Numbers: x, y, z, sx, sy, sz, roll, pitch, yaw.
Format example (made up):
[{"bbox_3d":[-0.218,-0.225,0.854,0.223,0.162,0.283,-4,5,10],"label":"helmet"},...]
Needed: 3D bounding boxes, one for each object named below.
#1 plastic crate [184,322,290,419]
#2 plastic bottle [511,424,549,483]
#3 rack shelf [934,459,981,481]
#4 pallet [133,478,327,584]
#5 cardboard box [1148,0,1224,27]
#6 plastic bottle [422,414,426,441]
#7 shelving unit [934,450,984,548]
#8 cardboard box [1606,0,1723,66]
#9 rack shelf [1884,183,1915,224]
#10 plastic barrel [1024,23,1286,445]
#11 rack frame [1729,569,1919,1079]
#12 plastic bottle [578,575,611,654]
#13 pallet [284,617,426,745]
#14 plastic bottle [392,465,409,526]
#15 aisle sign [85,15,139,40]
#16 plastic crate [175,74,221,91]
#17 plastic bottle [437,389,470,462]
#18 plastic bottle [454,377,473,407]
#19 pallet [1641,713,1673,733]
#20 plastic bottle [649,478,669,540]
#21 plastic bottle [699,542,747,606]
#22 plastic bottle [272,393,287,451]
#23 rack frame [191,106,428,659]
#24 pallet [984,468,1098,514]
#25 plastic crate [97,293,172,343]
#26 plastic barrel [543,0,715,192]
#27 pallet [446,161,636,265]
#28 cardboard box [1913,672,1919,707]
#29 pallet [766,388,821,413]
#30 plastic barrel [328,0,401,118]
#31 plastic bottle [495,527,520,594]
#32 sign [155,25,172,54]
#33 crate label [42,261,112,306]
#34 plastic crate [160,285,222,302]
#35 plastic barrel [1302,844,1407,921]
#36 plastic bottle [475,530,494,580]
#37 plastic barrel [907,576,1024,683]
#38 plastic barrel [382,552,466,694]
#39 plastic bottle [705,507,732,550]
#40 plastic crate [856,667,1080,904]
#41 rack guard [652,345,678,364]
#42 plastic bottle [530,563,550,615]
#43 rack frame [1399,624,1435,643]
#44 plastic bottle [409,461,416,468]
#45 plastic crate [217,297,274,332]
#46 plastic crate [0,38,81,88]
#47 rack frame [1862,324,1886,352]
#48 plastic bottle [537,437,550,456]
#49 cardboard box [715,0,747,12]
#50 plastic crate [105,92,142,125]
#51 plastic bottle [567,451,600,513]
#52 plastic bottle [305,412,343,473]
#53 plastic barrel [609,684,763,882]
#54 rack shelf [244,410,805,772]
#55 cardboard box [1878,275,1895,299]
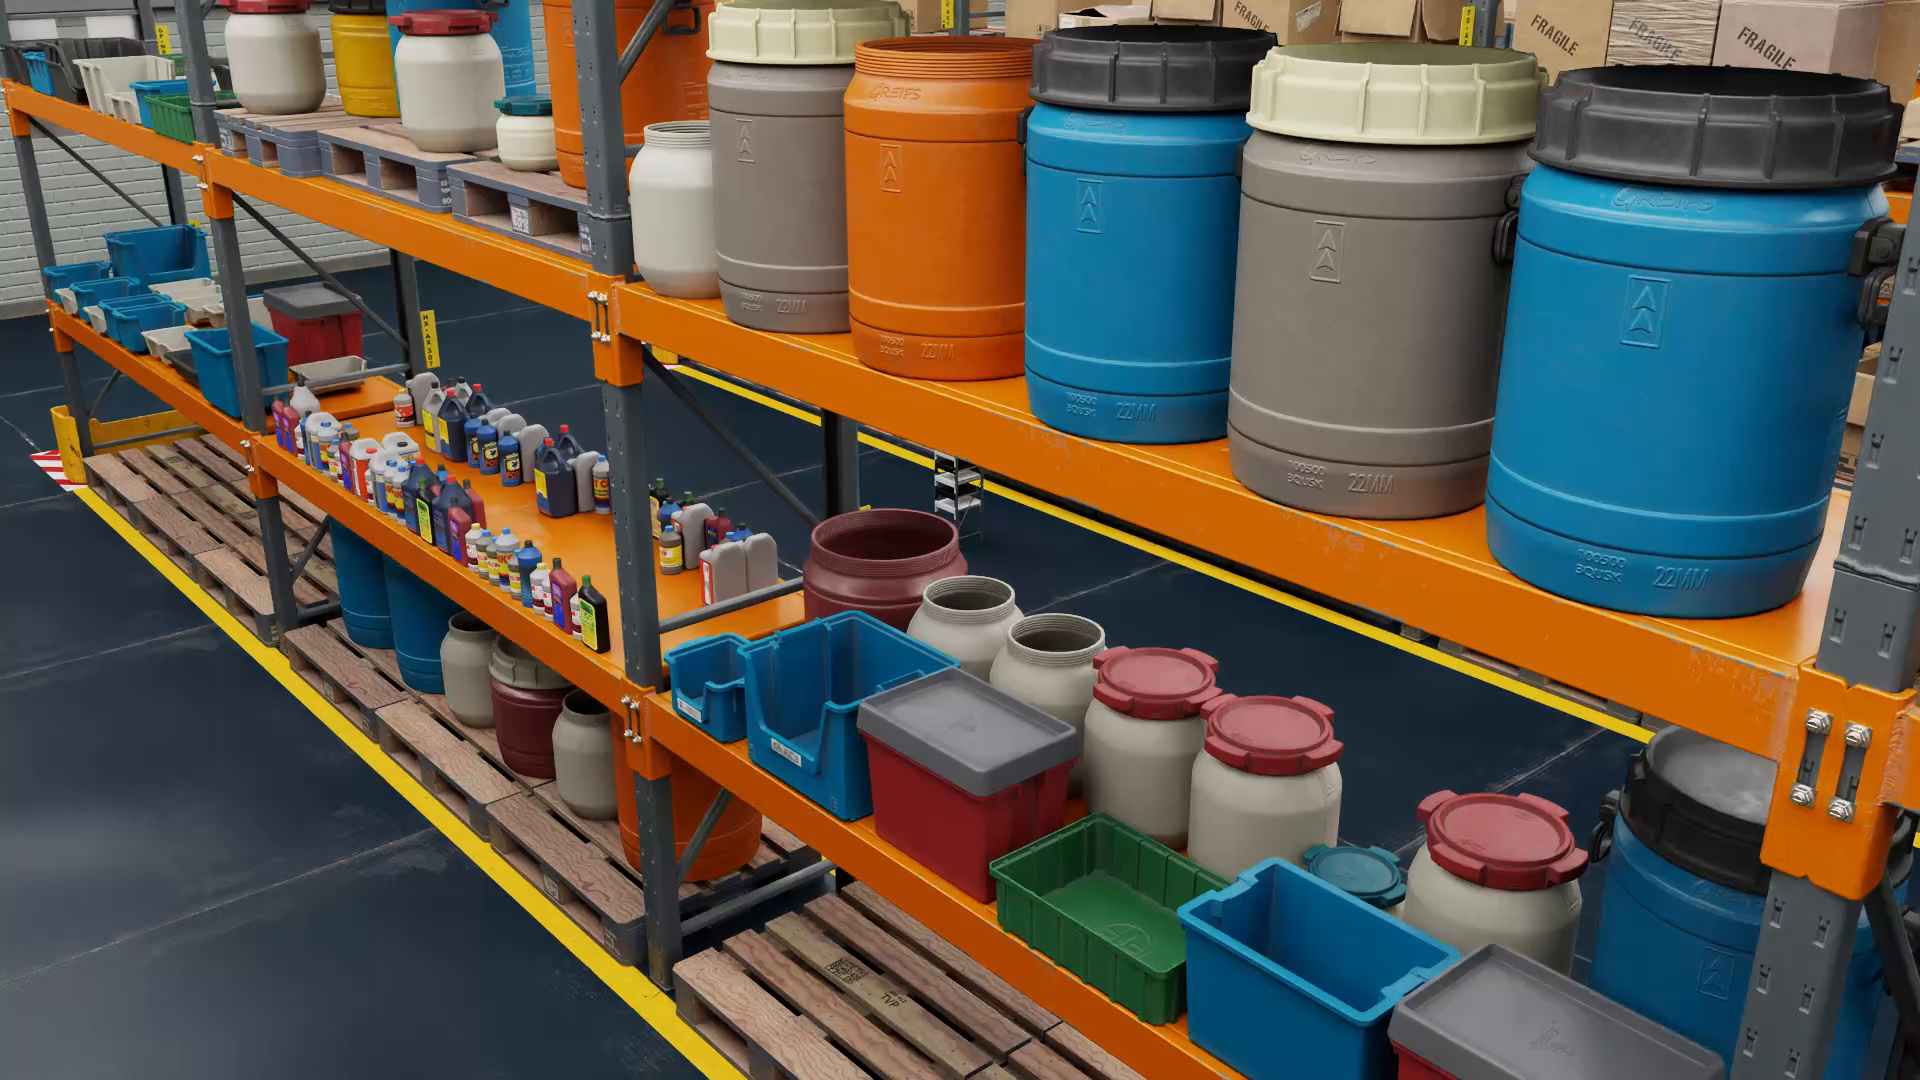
[{"bbox_3d":[-3.978,-0.938,9.207,0.392,0.384,0.575,-17,27,-37],"label":"plastic crate"},{"bbox_3d":[-2.106,-0.439,8.162,0.152,0.276,0.135,-17,27,-37],"label":"plastic bottle"},{"bbox_3d":[-0.005,-0.474,10.805,0.258,0.077,0.200,-17,27,-37],"label":"rack shelf"},{"bbox_3d":[-4.725,-0.103,10.957,1.003,0.211,1.213,-17,27,-37],"label":"pallet"},{"bbox_3d":[1.598,-3.144,10.067,0.797,0.503,0.637,-18,28,-38],"label":"cardboard box"},{"bbox_3d":[-2.757,-0.610,8.701,0.097,0.201,0.097,0,21,0],"label":"plastic bottle"},{"bbox_3d":[-0.005,-0.421,10.826,0.258,0.900,0.210,-17,27,-37],"label":"shelving unit"},{"bbox_3d":[3.388,-2.288,7.777,0.500,0.500,0.500,-17,27,-37],"label":"cardboard box"},{"bbox_3d":[4.253,-1.453,7.455,1.077,0.370,4.000,-17,27,-37],"label":"rack shelf"},{"bbox_3d":[0.457,-0.740,3.960,0.600,0.901,0.708,-17,27,-37],"label":"plastic barrel"},{"bbox_3d":[1.807,1.340,3.449,1.000,3.000,0.127,-17,27,-37],"label":"rack frame"},{"bbox_3d":[-1.392,0.279,6.318,0.061,0.283,0.133,-17,27,-37],"label":"plastic bottle"},{"bbox_3d":[-2.943,0.651,9.032,1.003,0.211,1.213,-17,27,-37],"label":"pallet"},{"bbox_3d":[-2.527,-0.206,7.574,0.097,0.271,0.097,0,21,0],"label":"plastic bottle"},{"bbox_3d":[-5.851,-3.275,11.669,0.394,0.787,0.004,-17,27,-37],"label":"aisle sign"},{"bbox_3d":[-4.489,-2.737,10.108,0.437,0.136,0.530,-17,27,-37],"label":"plastic crate"},{"bbox_3d":[-2.556,-0.586,8.434,0.144,0.351,0.185,-17,27,-37],"label":"plastic bottle"},{"bbox_3d":[-2.567,-0.671,8.652,0.144,0.351,0.185,-17,27,-37],"label":"plastic bottle"},{"bbox_3d":[4.249,0.907,8.378,1.003,0.211,1.213,-17,27,-37],"label":"pallet"},{"bbox_3d":[-1.347,-0.147,7.405,0.061,0.283,0.133,-17,27,-37],"label":"plastic bottle"},{"bbox_3d":[-0.957,0.132,6.703,0.152,0.276,0.135,-17,27,-37],"label":"plastic bottle"},{"bbox_3d":[-3.499,-0.613,8.596,0.061,0.283,0.133,-17,27,-37],"label":"plastic bottle"},{"bbox_3d":[-3.415,-0.870,9.093,1.000,3.000,0.127,-17,27,-37],"label":"rack frame"},{"bbox_3d":[0.898,-0.556,12.113,1.003,0.211,1.213,-17,27,-37],"label":"pallet"},{"bbox_3d":[-5.255,-1.415,10.631,0.416,0.233,0.300,-17,27,-37],"label":"plastic crate"},{"bbox_3d":[-1.173,-1.715,5.971,0.600,0.830,0.708,-17,27,-37],"label":"plastic barrel"},{"bbox_3d":[-1.229,-1.308,6.357,1.003,0.211,1.213,-17,27,-37],"label":"pallet"},{"bbox_3d":[4.512,0.655,8.024,0.500,0.500,0.700,20,29,41],"label":"cardboard box"},{"bbox_3d":[-0.901,-1.317,14.056,1.003,0.211,1.213,-17,27,-37],"label":"pallet"},{"bbox_3d":[-2.666,-2.346,7.914,0.600,0.588,0.600,0,21,0],"label":"plastic barrel"},{"bbox_3d":[-1.858,0.077,6.850,0.097,0.271,0.097,0,21,0],"label":"plastic bottle"},{"bbox_3d":[-5.620,-3.459,11.732,0.100,0.325,0.005,-17,27,-37],"label":"sign"},{"bbox_3d":[-6.115,-1.779,11.560,0.416,0.233,0.303,-17,27,-37],"label":"crate label"},{"bbox_3d":[-5.179,-1.615,11.273,0.396,0.136,0.243,-17,27,-37],"label":"plastic crate"},{"bbox_3d":[1.059,1.002,4.502,0.301,0.262,0.301,0,21,0],"label":"plastic barrel"},{"bbox_3d":[-1.985,0.056,7.001,0.097,0.201,0.097,0,21,0],"label":"plastic bottle"},{"bbox_3d":[0.029,0.416,5.655,0.421,0.512,0.421,0,21,0],"label":"plastic barrel"},{"bbox_3d":[-2.611,0.261,8.505,0.600,0.901,0.708,-17,27,-37],"label":"plastic barrel"},{"bbox_3d":[-1.022,-0.009,7.054,0.061,0.283,0.133,-17,27,-37],"label":"plastic bottle"},{"bbox_3d":[0.019,0.725,4.934,0.402,0.464,0.583,-17,27,-37],"label":"plastic crate"},{"bbox_3d":[-2.290,-1.997,15.397,1.175,0.500,0.348,-17,27,-37],"label":"rack guard"},{"bbox_3d":[-1.667,0.190,6.657,0.097,0.201,0.097,0,21,0],"label":"plastic bottle"},{"bbox_3d":[2.948,-0.944,9.281,1.000,3.000,0.127,-17,27,-37],"label":"rack frame"},{"bbox_3d":[-2.564,-0.274,7.843,0.097,0.201,0.097,0,21,0],"label":"plastic bottle"},{"bbox_3d":[-4.272,-1.309,10.292,0.437,0.282,0.530,-17,27,-37],"label":"plastic crate"},{"bbox_3d":[-5.986,-3.138,10.950,0.497,0.269,0.590,-17,27,-37],"label":"plastic crate"},{"bbox_3d":[6.771,-2.097,12.225,1.000,3.000,0.127,-17,27,-37],"label":"rack frame"},{"bbox_3d":[-1.969,-0.360,7.966,0.097,0.271,0.097,0,21,0],"label":"plastic bottle"},{"bbox_3d":[-1.618,-4.525,13.460,0.700,0.500,0.500,-19,28,-39],"label":"cardboard box"},{"bbox_3d":[-4.534,-2.405,9.259,0.293,0.136,0.466,-17,27,-37],"label":"plastic crate"},{"bbox_3d":[-1.747,-0.287,7.774,0.152,0.276,0.135,-17,27,-37],"label":"plastic bottle"},{"bbox_3d":[-3.163,-0.493,8.299,0.152,0.276,0.135,-17,27,-37],"label":"plastic bottle"},{"bbox_3d":[-1.137,0.919,6.925,0.600,0.830,0.708,-17,27,-37],"label":"plastic barrel"},{"bbox_3d":[-2.110,0.017,7.813,1.077,0.370,4.000,-17,27,-37],"label":"rack shelf"},{"bbox_3d":[6.860,-1.955,11.726,0.500,0.500,0.500,-17,27,-37],"label":"cardboard box"}]
